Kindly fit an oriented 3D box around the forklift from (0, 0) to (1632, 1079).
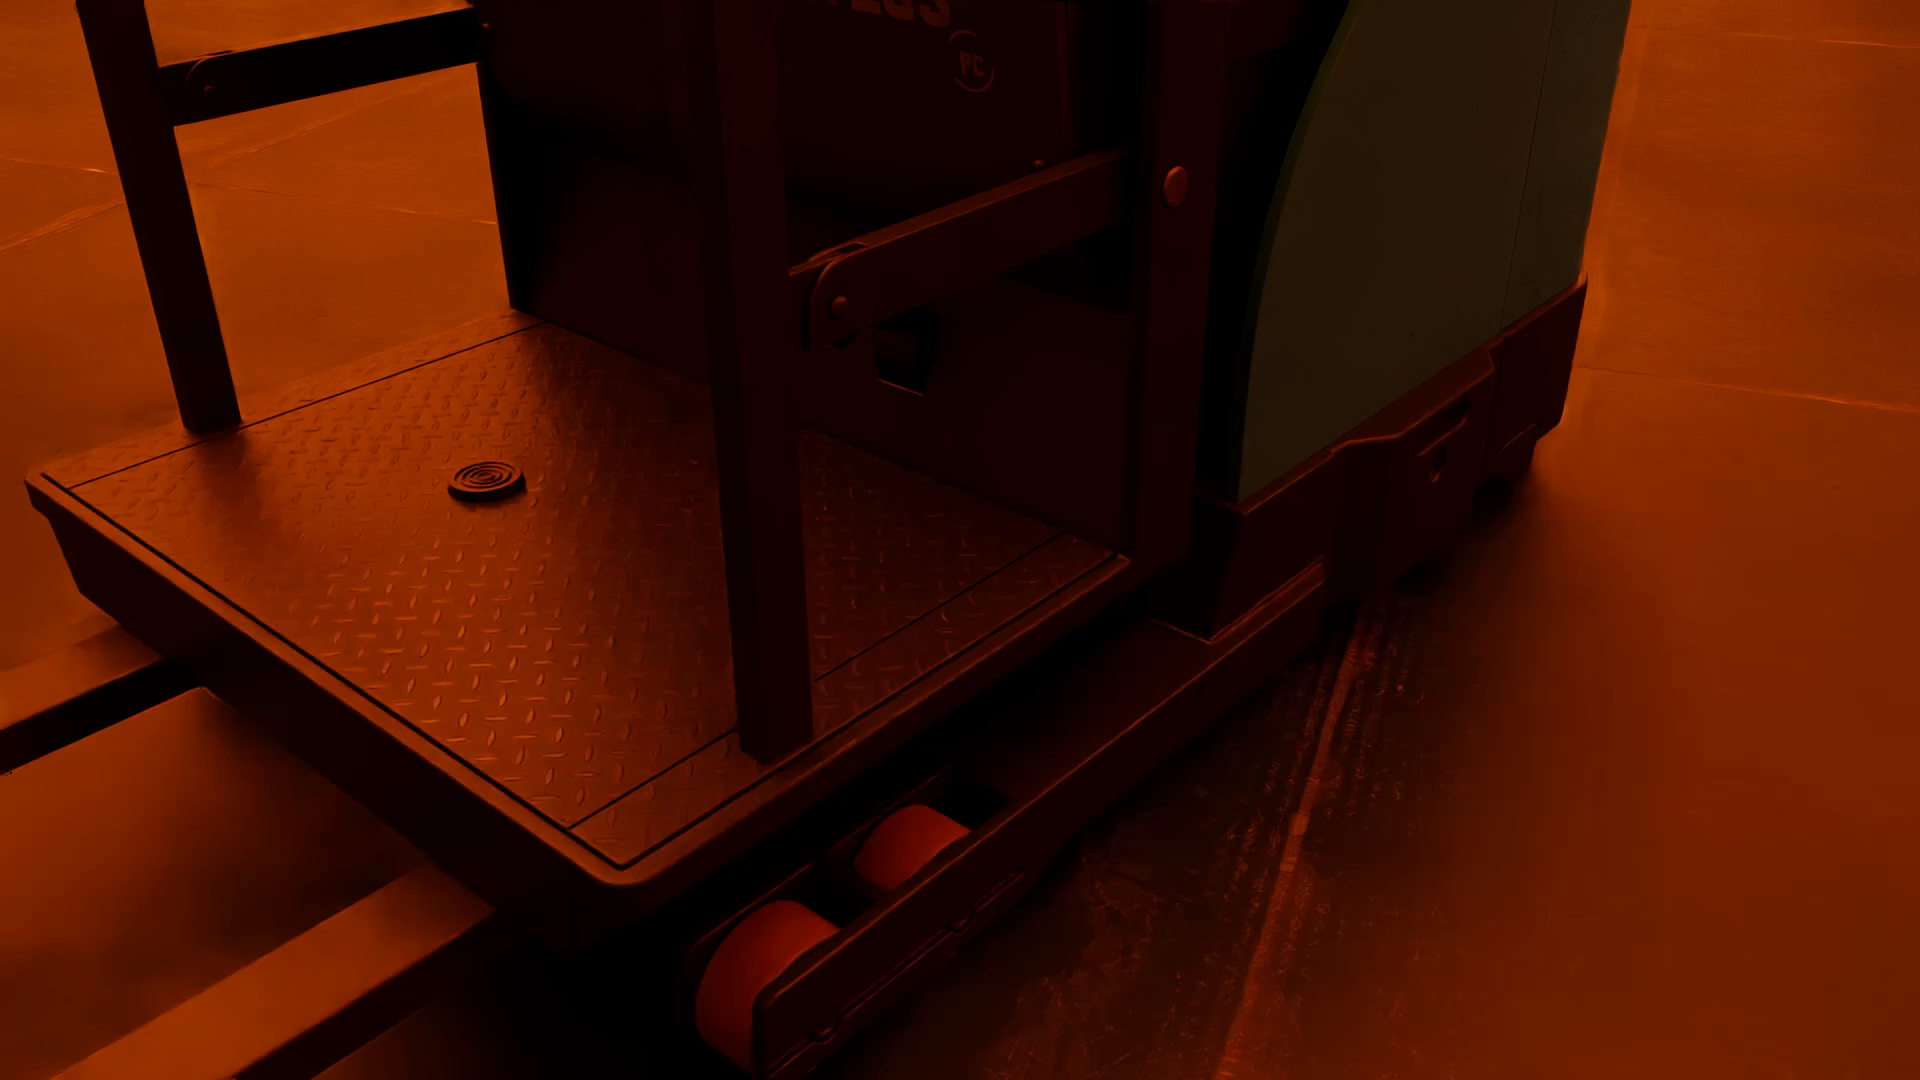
[{"bbox_3d":[-0.360,-1.041,1.365,1.130,2.935,3.031,23,37,35],"label":"forklift"}]
